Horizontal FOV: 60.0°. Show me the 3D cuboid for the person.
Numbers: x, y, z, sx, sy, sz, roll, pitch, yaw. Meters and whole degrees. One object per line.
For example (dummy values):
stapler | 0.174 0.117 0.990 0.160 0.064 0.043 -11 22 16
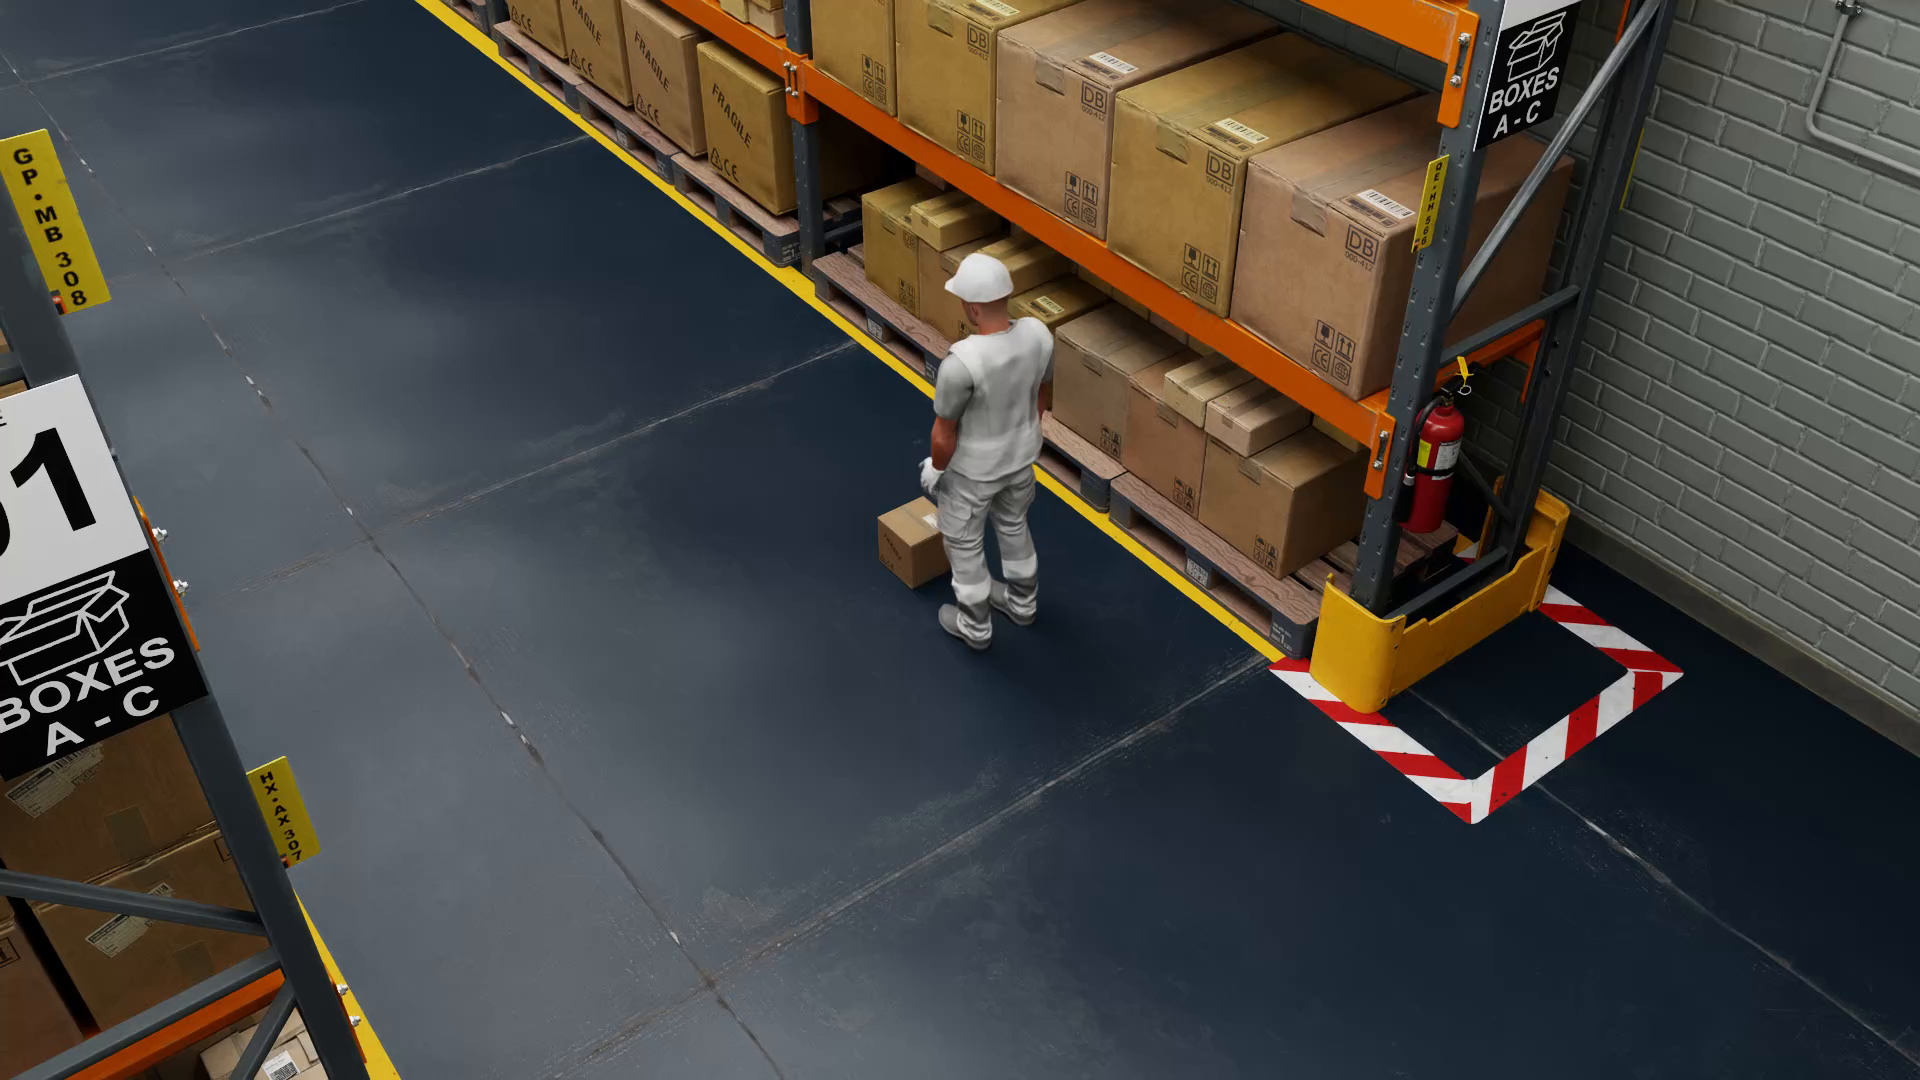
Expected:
person | 0.101 -0.324 6.535 0.529 1.775 0.364 -25 46 -27
